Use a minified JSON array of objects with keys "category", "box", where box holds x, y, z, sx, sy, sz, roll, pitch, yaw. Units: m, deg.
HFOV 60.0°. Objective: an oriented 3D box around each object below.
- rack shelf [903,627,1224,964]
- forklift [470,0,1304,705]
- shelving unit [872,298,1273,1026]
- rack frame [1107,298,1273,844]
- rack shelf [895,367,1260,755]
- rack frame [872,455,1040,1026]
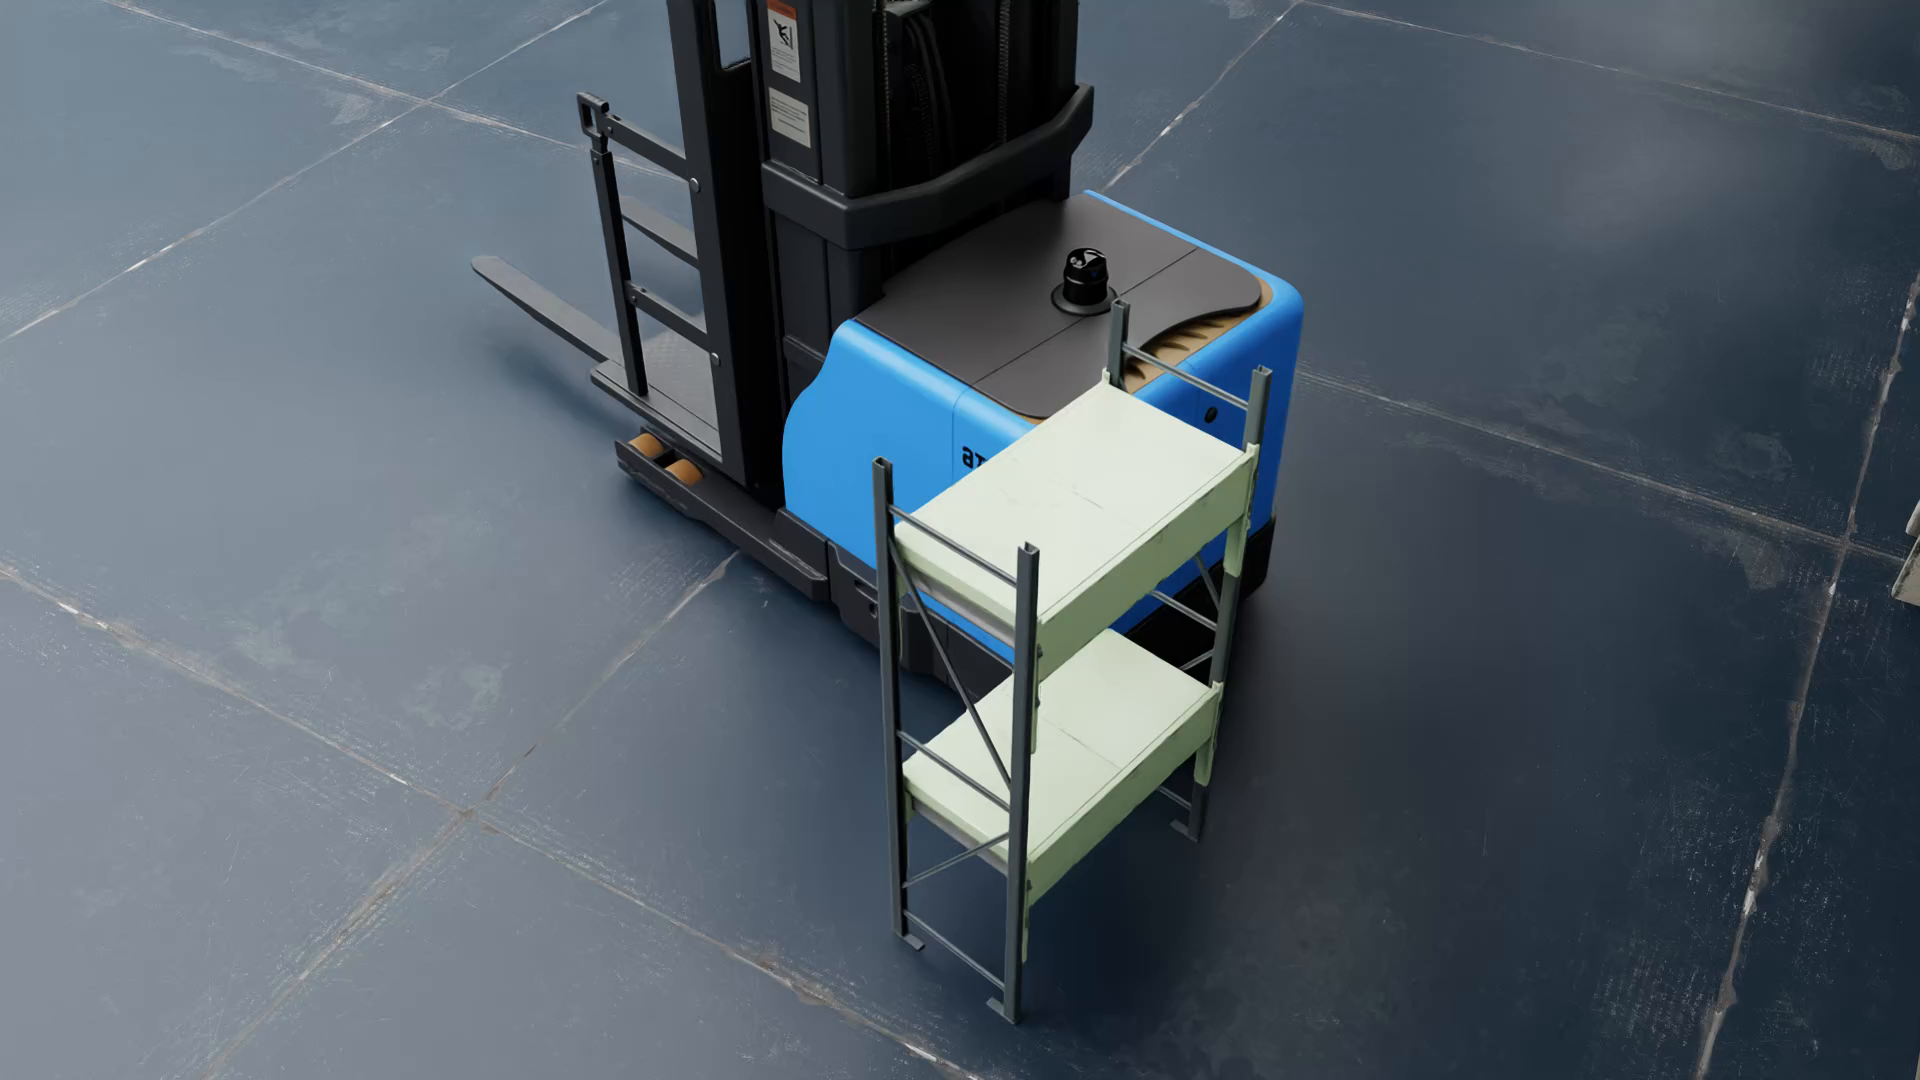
[{"category":"rack shelf","box":[0.233,0.561,3.971,0.431,0.370,0.720,31,50,30]},{"category":"forklift","box":[-0.476,-1.409,4.632,3.031,2.935,1.130,33,51,32]},{"category":"shelving unit","box":[0.233,0.316,3.756,0.431,1.500,0.755,31,50,30]},{"category":"rack frame","box":[0.479,0.137,3.959,0.400,1.500,0.023,31,50,30]},{"category":"rack shelf","box":[0.233,0.024,3.498,0.431,0.370,0.720,31,50,30]},{"category":"rack frame","box":[-0.013,0.496,3.553,0.400,1.500,0.023,31,50,30]}]
